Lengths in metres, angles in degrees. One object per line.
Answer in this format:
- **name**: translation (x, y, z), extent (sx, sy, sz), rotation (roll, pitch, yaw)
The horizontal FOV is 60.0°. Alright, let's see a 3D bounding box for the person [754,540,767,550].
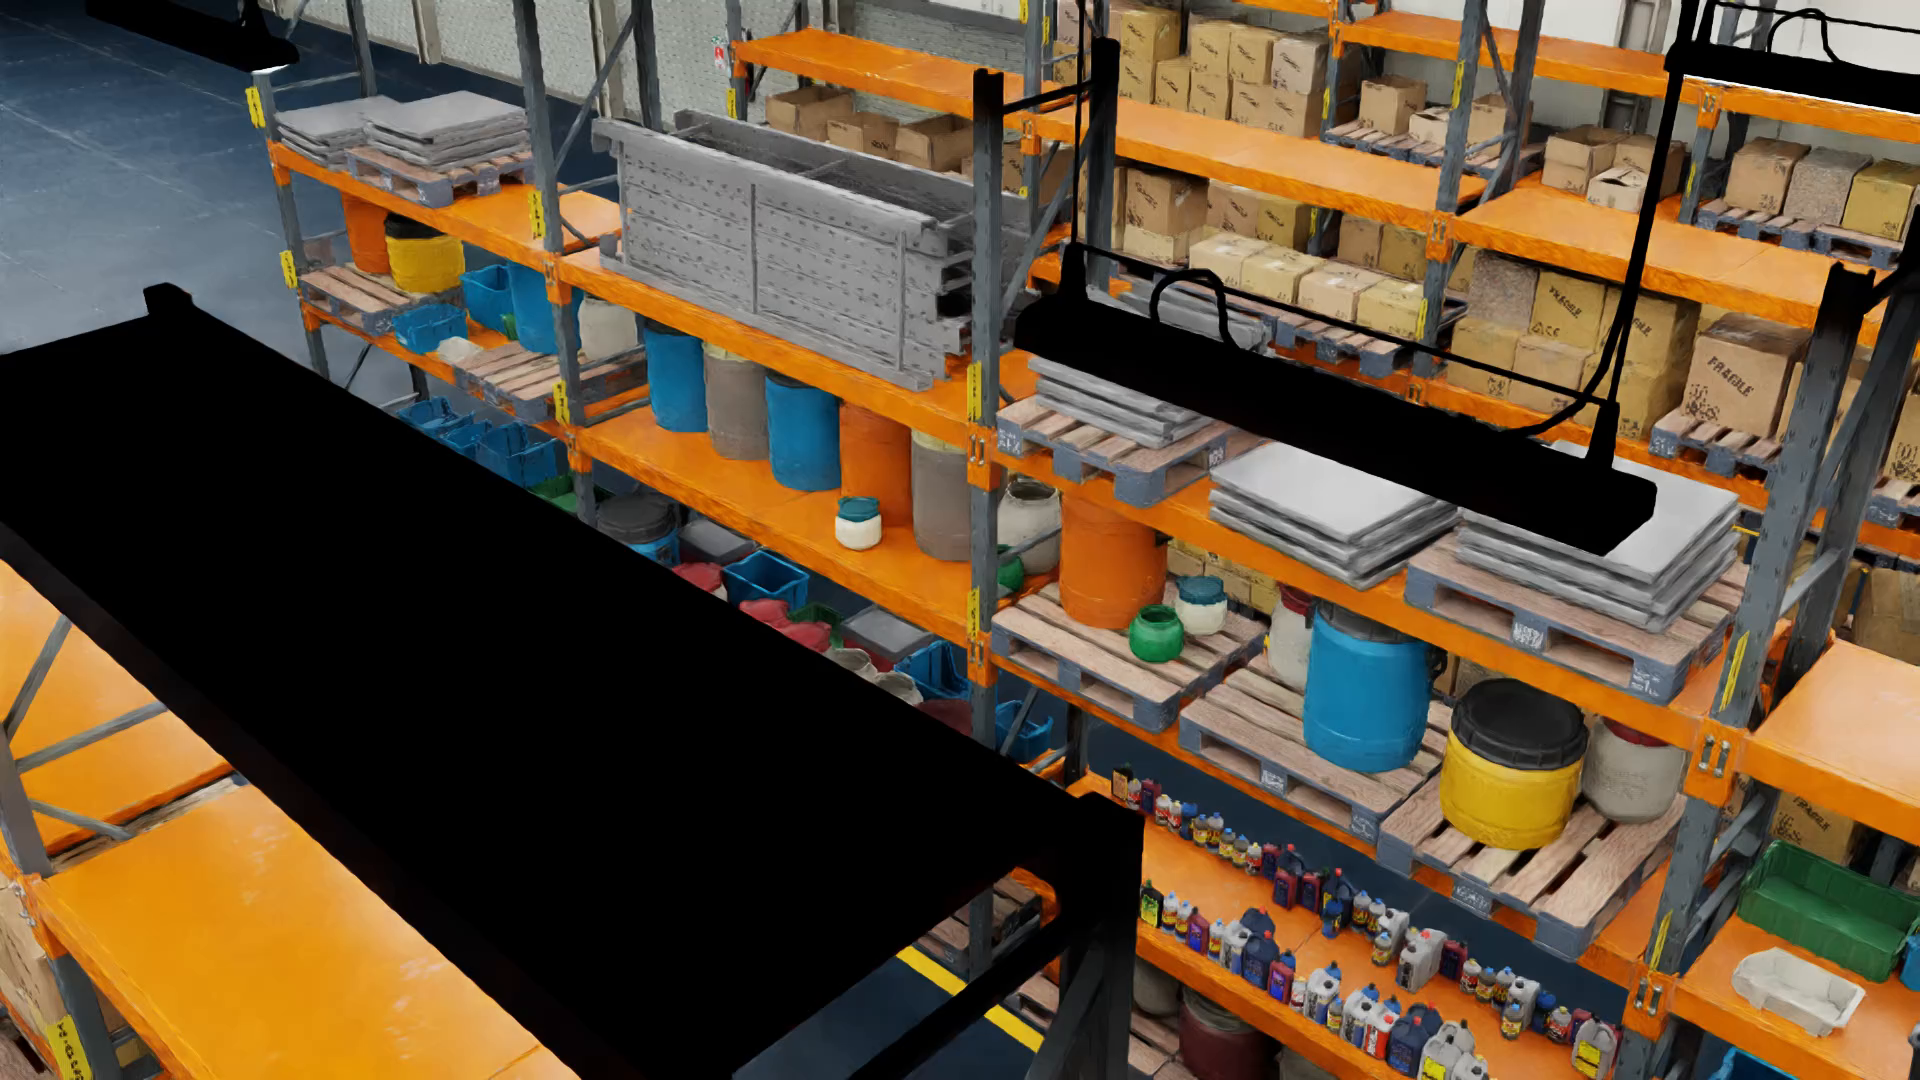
- **person**: translation (-2.124, -0.566, 15.696), extent (0.615, 1.528, 0.544), rotation (19, 34, 29)
